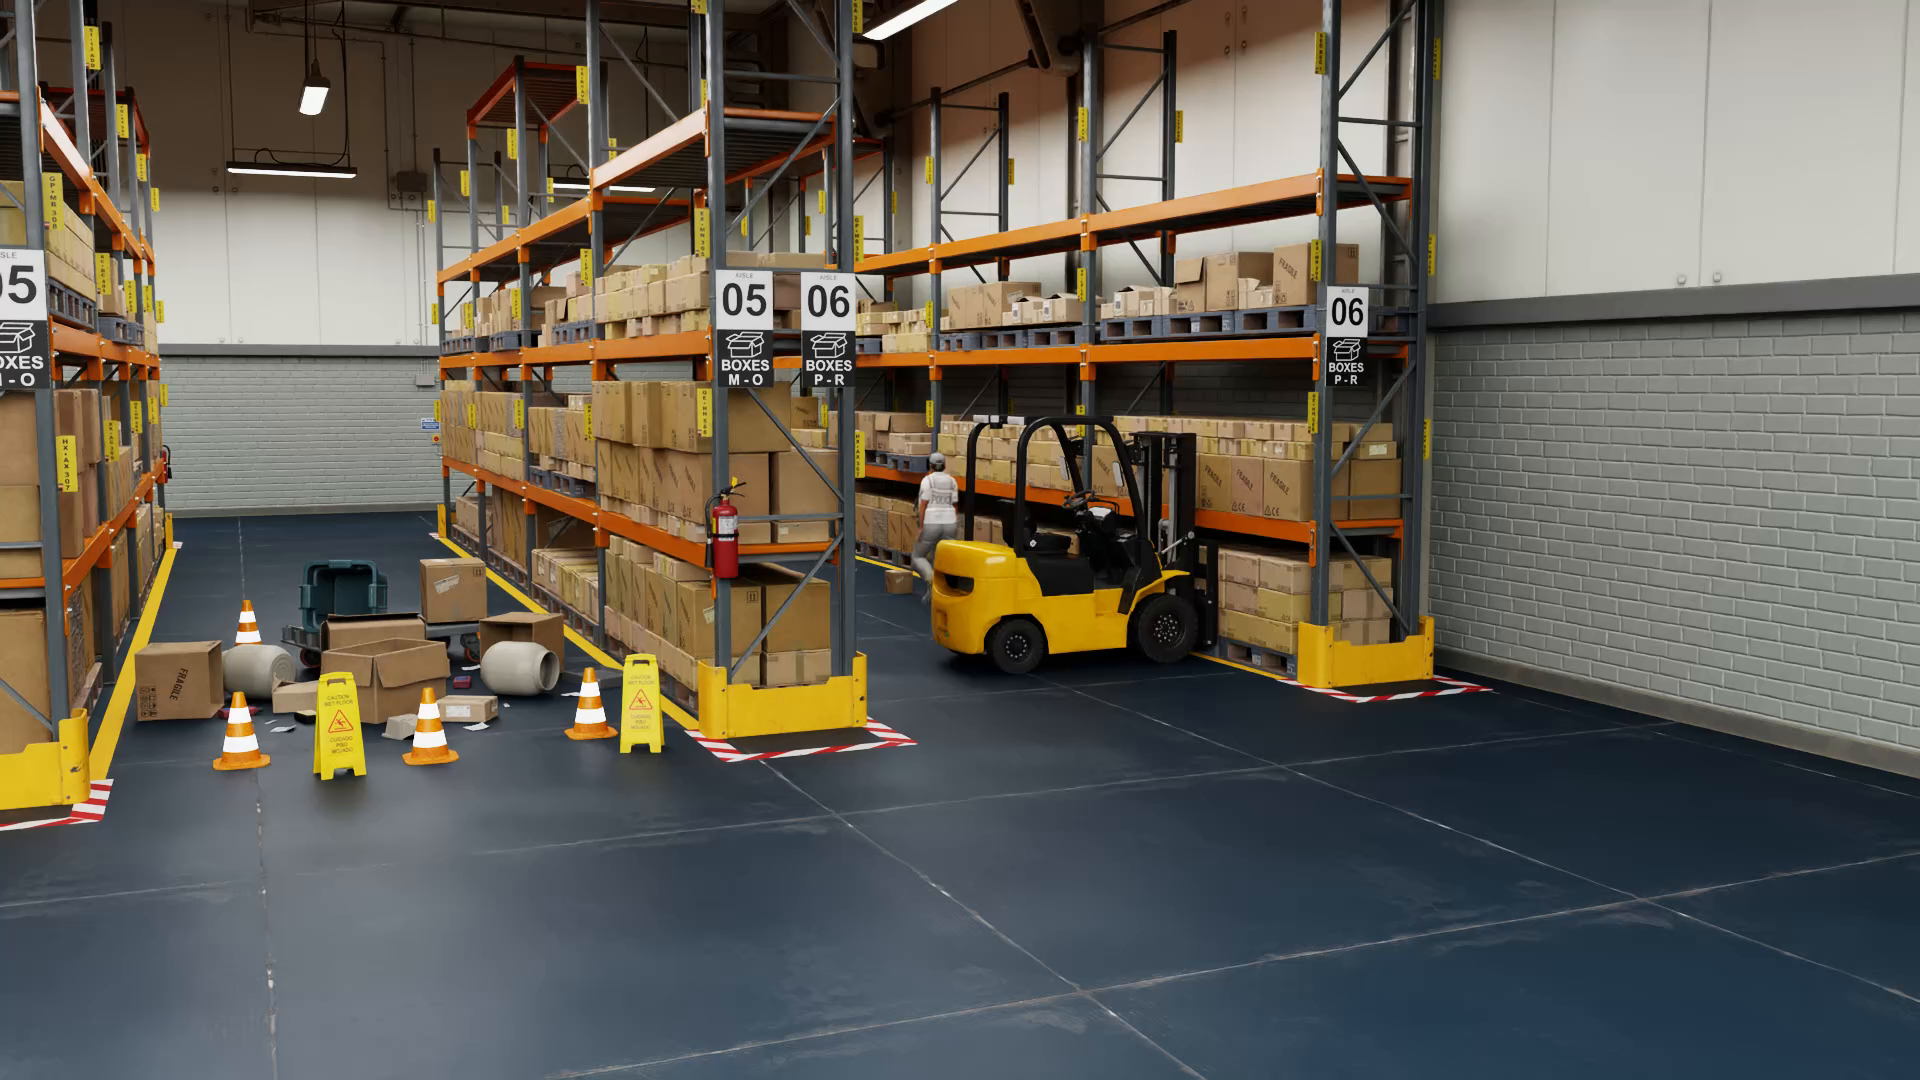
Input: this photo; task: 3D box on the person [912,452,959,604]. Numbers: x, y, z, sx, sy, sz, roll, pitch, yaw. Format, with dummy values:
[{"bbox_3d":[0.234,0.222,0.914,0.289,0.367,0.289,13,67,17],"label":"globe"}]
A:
[{"bbox_3d":[-0.248,-0.118,18.026,0.524,1.659,0.493,-3,6,-28],"label":"person"}]
